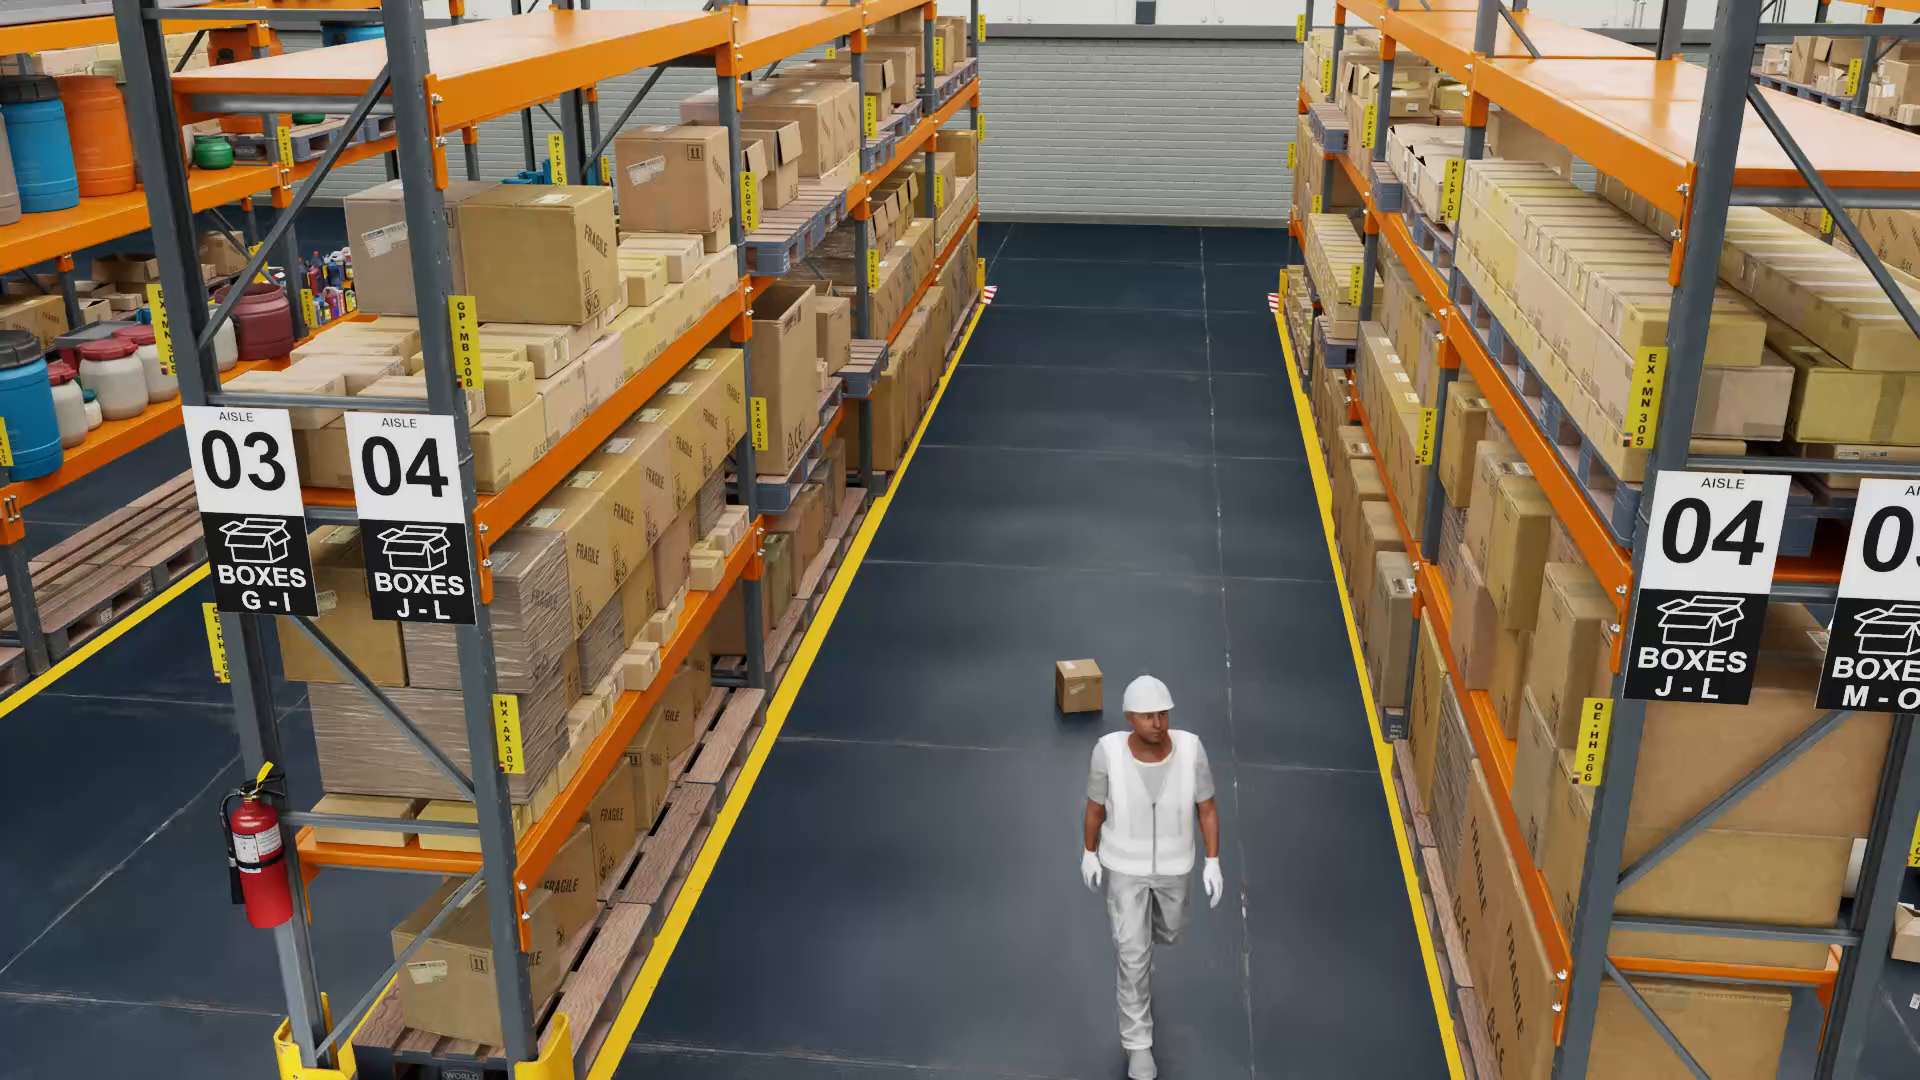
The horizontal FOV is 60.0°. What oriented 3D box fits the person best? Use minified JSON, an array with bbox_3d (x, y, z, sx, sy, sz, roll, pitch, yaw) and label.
[{"bbox_3d":[0.849,1.410,7.373,0.587,1.754,0.972,-3,21,-7],"label":"person"}]
